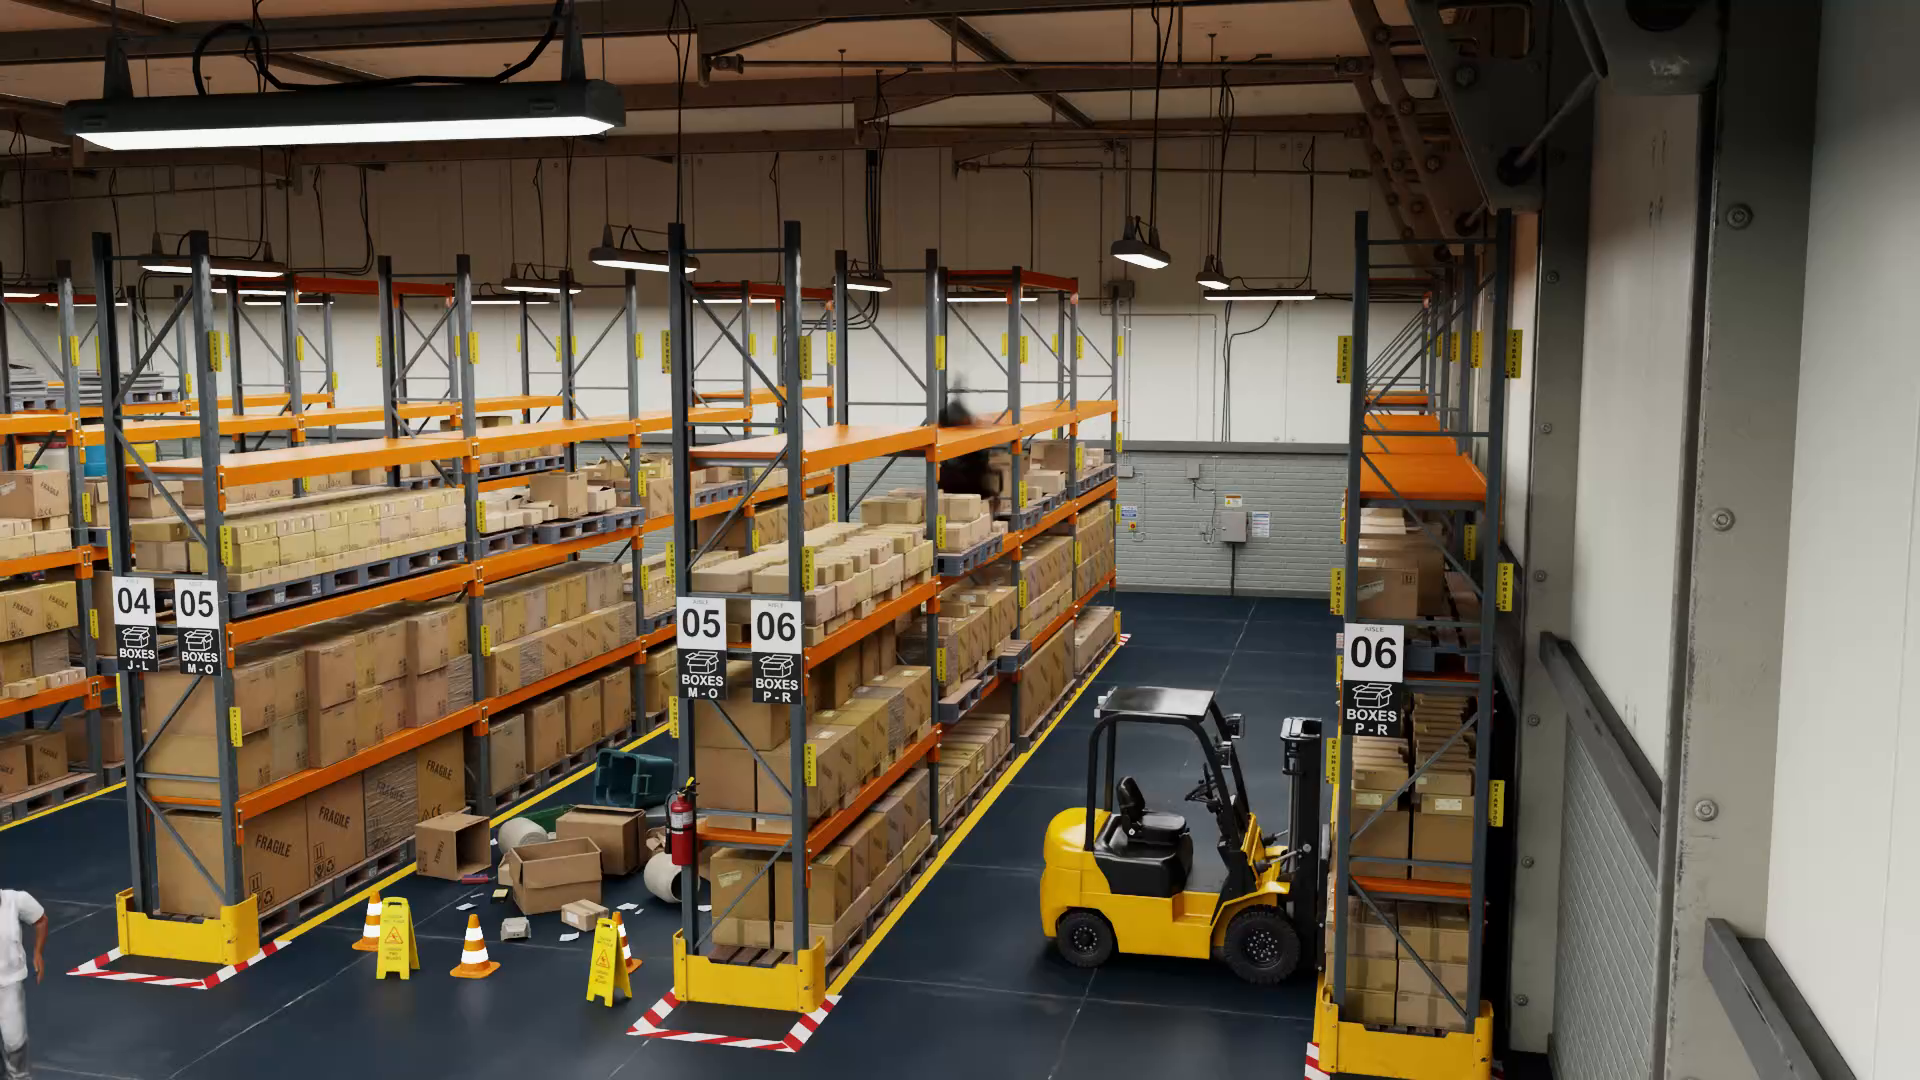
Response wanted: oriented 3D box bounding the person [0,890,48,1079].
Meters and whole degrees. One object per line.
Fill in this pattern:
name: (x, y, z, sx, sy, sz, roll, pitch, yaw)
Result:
person: (-6.435, 2.964, 11.036, 0.705, 1.744, 0.626, -4, 8, -28)
